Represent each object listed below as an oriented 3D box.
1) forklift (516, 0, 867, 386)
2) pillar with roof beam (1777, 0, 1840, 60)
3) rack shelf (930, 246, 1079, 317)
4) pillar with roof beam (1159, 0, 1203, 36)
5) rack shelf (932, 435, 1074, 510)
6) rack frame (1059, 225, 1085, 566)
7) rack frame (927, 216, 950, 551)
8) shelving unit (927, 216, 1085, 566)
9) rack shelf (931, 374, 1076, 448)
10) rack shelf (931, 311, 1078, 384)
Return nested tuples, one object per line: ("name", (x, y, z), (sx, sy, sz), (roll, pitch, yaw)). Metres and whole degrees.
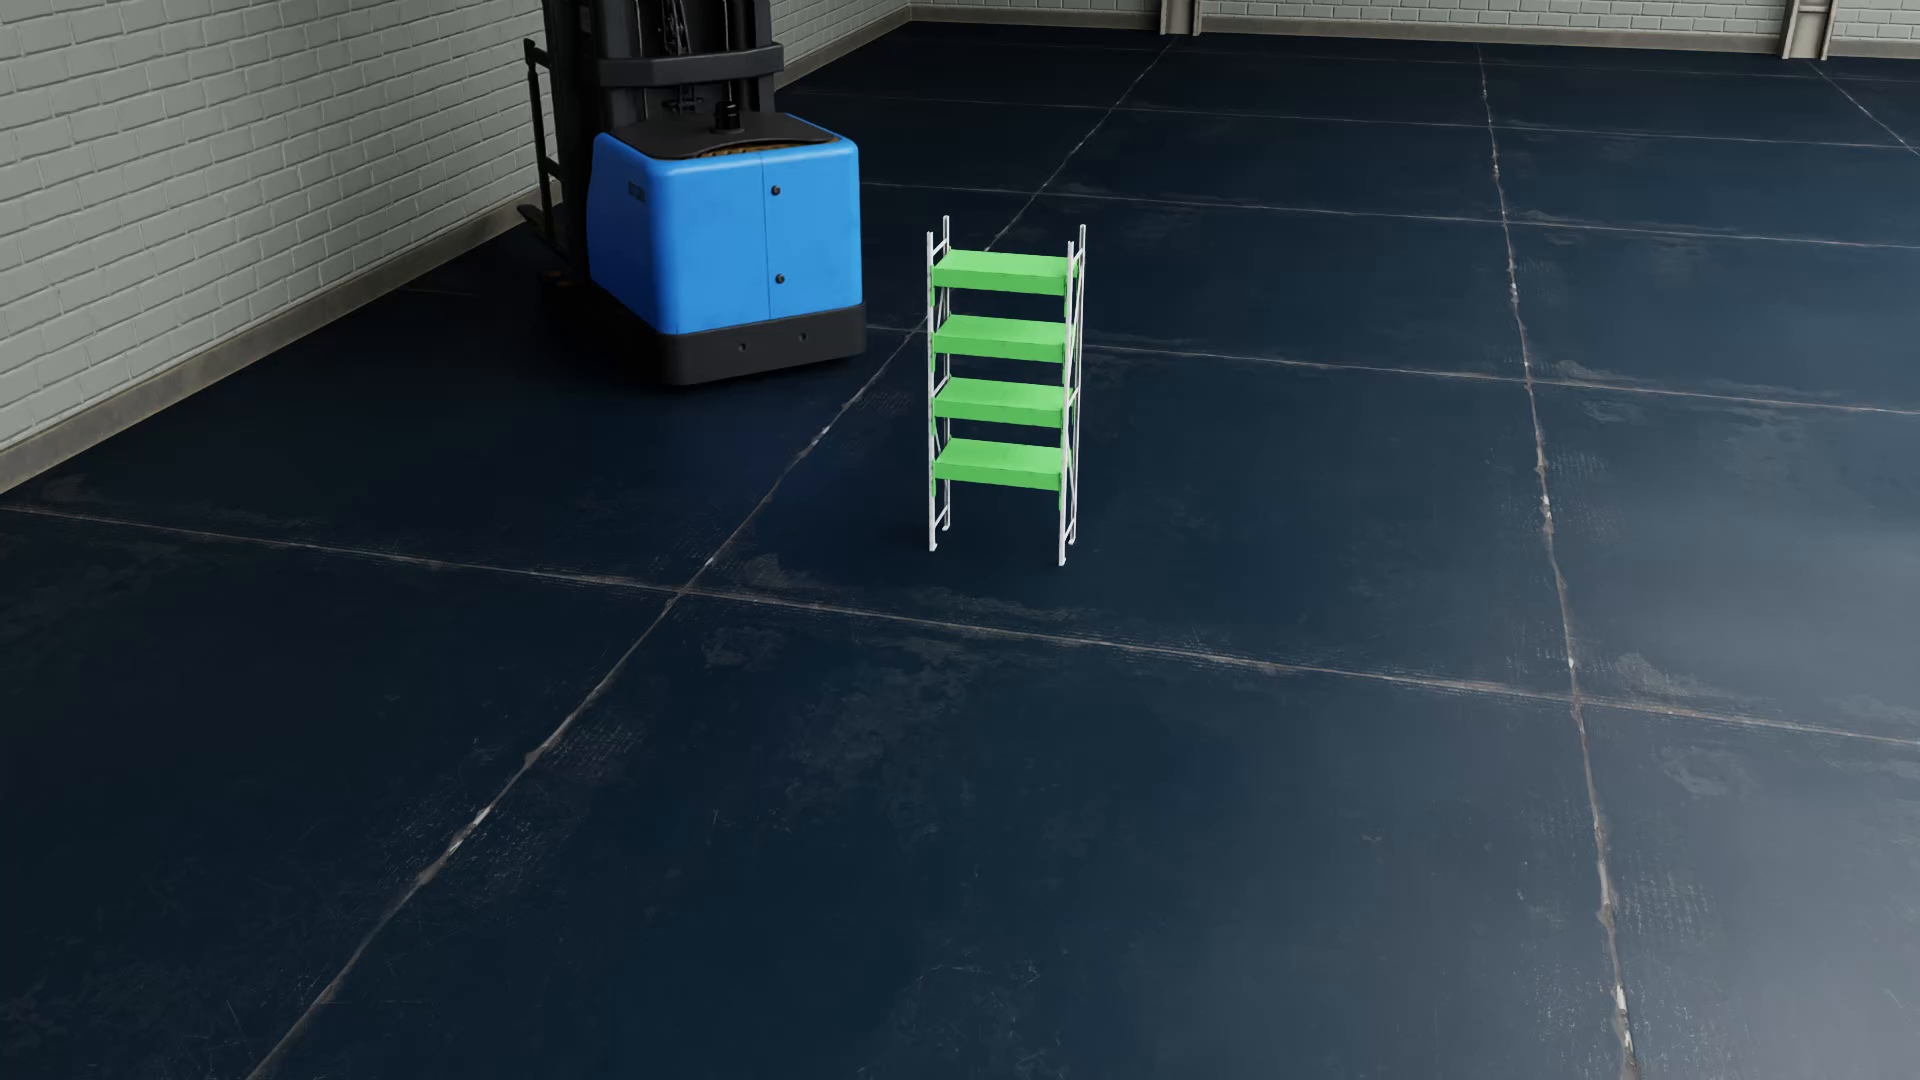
("forklift", (-1.609, -2.618, 8.339), (1.130, 2.935, 3.031), (-14, 29, -26))
("pillar with roof beam", (7.044, -6.935, 10.348), (0.400, 9.000, 9.100), (6, 26, 13))
("rack shelf", (0.160, -0.900, 5.776), (0.480, 0.148, 0.258), (6, 26, 13))
("pillar with roof beam", (1.233, -7.577, 11.697), (0.400, 9.000, 9.100), (6, 26, 13))
("rack shelf", (0.160, -0.250, 6.085), (0.480, 0.148, 0.258), (6, 26, 13))
("rack frame", (0.397, -0.498, 5.900), (0.015, 1.200, 0.240), (6, 26, 13))
("rack frame", (-0.076, -0.550, 6.010), (0.015, 1.200, 0.240), (6, 26, 13))
("shelving unit", (0.160, -0.524, 5.955), (0.503, 1.200, 0.258), (6, 26, 13))
("rack shelf", (0.160, -0.466, 5.982), (0.480, 0.148, 0.258), (6, 26, 13))
("rack shelf", (0.160, -0.683, 5.879), (0.480, 0.148, 0.258), (6, 26, 13))
